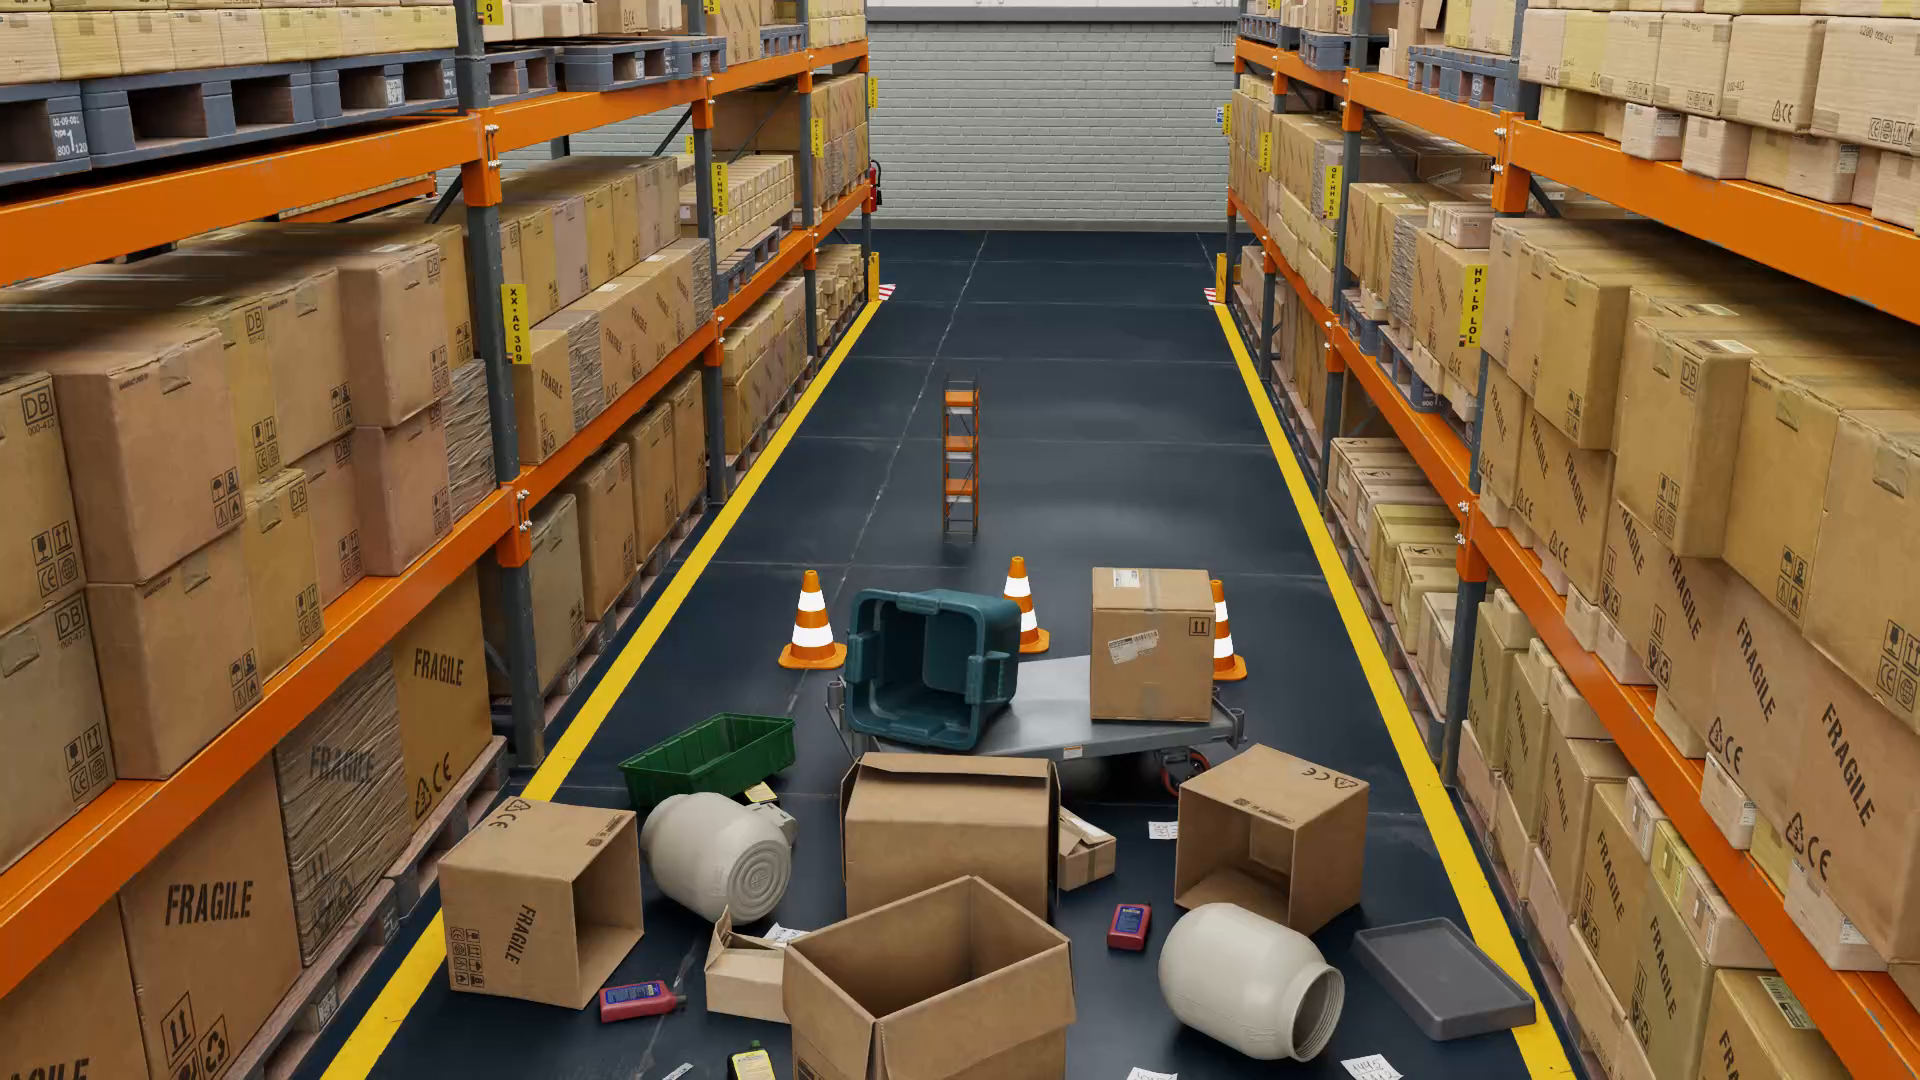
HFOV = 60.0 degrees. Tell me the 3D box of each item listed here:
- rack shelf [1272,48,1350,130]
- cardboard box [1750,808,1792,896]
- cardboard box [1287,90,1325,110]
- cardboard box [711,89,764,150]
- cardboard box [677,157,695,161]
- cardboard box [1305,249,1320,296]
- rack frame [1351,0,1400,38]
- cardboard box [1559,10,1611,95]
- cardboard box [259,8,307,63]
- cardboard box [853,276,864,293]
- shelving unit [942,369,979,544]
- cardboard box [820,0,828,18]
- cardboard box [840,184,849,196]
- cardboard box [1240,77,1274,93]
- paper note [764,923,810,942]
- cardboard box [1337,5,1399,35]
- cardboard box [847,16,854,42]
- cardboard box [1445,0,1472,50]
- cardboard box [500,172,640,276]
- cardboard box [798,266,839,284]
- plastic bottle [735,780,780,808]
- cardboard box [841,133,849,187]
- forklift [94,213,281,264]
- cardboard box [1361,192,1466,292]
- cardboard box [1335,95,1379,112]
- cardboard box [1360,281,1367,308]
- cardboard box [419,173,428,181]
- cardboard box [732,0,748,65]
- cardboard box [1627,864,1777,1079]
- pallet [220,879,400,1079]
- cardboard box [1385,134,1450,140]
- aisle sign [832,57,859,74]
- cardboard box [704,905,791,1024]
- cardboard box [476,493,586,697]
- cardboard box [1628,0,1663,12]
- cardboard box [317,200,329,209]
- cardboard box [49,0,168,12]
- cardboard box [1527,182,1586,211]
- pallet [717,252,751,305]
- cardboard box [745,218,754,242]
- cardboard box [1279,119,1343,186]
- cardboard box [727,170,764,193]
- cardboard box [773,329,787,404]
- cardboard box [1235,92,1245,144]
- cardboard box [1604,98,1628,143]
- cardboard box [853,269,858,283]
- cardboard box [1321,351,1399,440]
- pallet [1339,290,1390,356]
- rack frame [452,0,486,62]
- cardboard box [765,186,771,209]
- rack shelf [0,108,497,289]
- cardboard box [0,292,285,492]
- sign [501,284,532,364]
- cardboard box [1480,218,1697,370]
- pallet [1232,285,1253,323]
[{"bbox_3d":[3.017,-3.307,12.037,1.077,0.370,4.000,1,18,4],"label":"rack shelf"},{"bbox_3d":[2.061,0.720,3.811,0.380,0.149,0.250,1,18,3],"label":"cardboard box"},{"bbox_3d":[2.992,-3.858,14.572,0.380,0.149,0.250,2,18,5],"label":"cardboard box"},{"bbox_3d":[-2.020,-3.740,14.776,0.500,0.500,0.500,1,18,2],"label":"cardboard box"},{"bbox_3d":[-2.285,-3.088,13.803,0.380,0.149,0.250,2,18,5],"label":"cardboard box"},{"bbox_3d":[2.672,-1.853,11.502,0.500,0.250,0.500,2,18,5],"label":"cardboard box"},{"bbox_3d":[2.873,-4.453,9.562,1.000,3.000,0.127,1,18,4],"label":"rack frame"},{"bbox_3d":[2.254,-1.565,5.327,0.500,0.250,0.500,1,18,3],"label":"cardboard box"},{"bbox_3d":[-2.155,-1.476,4.863,0.380,0.149,0.250,1,18,3],"label":"cardboard box"},{"bbox_3d":[-1.245,-2.761,17.935,0.380,0.149,0.250,2,18,6],"label":"cardboard box"},{"bbox_3d":[0.004,-0.516,10.310,0.215,1.050,0.252,1,18,4],"label":"shelving unit"},{"bbox_3d":[-1.470,-4.814,14.920,0.500,0.250,0.500,1,18,4],"label":"cardboard box"},{"bbox_3d":[-1.341,-3.624,17.068,0.380,0.149,0.250,0,18,1],"label":"cardboard box"},{"bbox_3d":[3.065,-4.653,16.997,0.380,0.149,0.250,2,18,6],"label":"cardboard box"},{"bbox_3d":[-0.630,1.438,5.998,0.172,0.023,0.155,8,20,23],"label":"paper note"},{"bbox_3d":[2.750,-3.397,10.315,0.797,0.503,0.637,0,18,1],"label":"cardboard box"},{"bbox_3d":[-1.344,-5.061,16.474,0.500,0.250,0.500,2,18,6],"label":"cardboard box"},{"bbox_3d":[2.563,-2.414,7.722,0.500,0.250,0.500,2,18,5],"label":"cardboard box"},{"bbox_3d":[-2.183,-1.749,9.176,0.700,0.500,0.500,1,18,3],"label":"cardboard box"},{"bbox_3d":[-1.415,-2.639,16.607,0.380,0.149,0.250,1,18,4],"label":"cardboard box"},{"bbox_3d":[-0.872,1.077,7.039,0.133,0.061,0.283,-9,20,-25],"label":"plastic bottle"},{"bbox_3d":[-1.388,-3.738,16.374,0.500,0.500,0.500,2,18,7],"label":"cardboard box"},{"bbox_3d":[-4.709,-1.367,9.888,1.130,2.935,3.031,1,18,4],"label":"forklift"},{"bbox_3d":[2.580,-1.694,9.464,0.500,0.500,0.500,2,18,7],"label":"cardboard box"},{"bbox_3d":[3.442,-3.768,14.297,0.380,0.149,0.250,1,18,3],"label":"cardboard box"},{"bbox_3d":[2.545,-1.415,9.653,0.380,0.149,0.250,0,18,0],"label":"cardboard box"},{"bbox_3d":[-6.135,-4.071,18.433,0.380,0.149,0.250,2,18,5],"label":"cardboard box"},{"bbox_3d":[-1.736,-3.481,11.253,0.500,0.500,0.500,1,18,4],"label":"cardboard box"},{"bbox_3d":[2.131,1.216,4.432,0.500,0.500,0.500,2,18,6],"label":"cardboard box"},{"bbox_3d":[-2.575,1.500,5.506,1.003,0.211,1.213,1,18,4],"label":"pallet"},{"bbox_3d":[3.231,-2.587,11.736,0.500,0.500,0.500,2,18,5],"label":"cardboard box"},{"bbox_3d":[-1.193,-5.418,17.965,0.394,0.787,0.004,1,18,4],"label":"aisle sign"},{"bbox_3d":[-0.644,1.435,5.617,0.396,0.266,0.258,4,19,13],"label":"cardboard box"},{"bbox_3d":[-2.403,0.235,7.826,1.050,0.750,0.750,1,18,4],"label":"cardboard box"},{"bbox_3d":[2.208,-1.632,4.893,0.380,0.149,0.250,1,18,2],"label":"cardboard box"},{"bbox_3d":[-6.317,-3.276,16.008,0.380,0.149,0.250,1,18,2],"label":"cardboard box"},{"bbox_3d":[-2.283,-1.398,3.984,0.500,0.250,0.500,1,18,3],"label":"cardboard box"},{"bbox_3d":[3.038,-1.785,8.698,0.380,0.149,0.250,0,18,1],"label":"cardboard box"},{"bbox_3d":[-2.126,-1.814,11.450,1.213,0.211,1.003,1,18,4],"label":"pallet"},{"bbox_3d":[-1.745,-2.308,12.379,0.380,0.149,0.250,2,18,5],"label":"cardboard box"},{"bbox_3d":[2.833,-3.079,13.235,0.500,0.500,0.500,1,18,4],"label":"cardboard box"},{"bbox_3d":[-1.713,-2.753,12.781,0.380,0.149,0.250,0,18,1],"label":"cardboard box"},{"bbox_3d":[-1.664,-1.382,13.162,0.500,0.500,0.500,1,18,3],"label":"cardboard box"},{"bbox_3d":[3.098,-4.306,16.982,0.500,0.500,0.500,1,18,2],"label":"cardboard box"},{"bbox_3d":[2.280,-1.339,5.277,0.380,0.149,0.250,2,18,6],"label":"cardboard box"},{"bbox_3d":[-1.286,-2.821,17.640,0.380,0.149,0.250,1,18,2],"label":"cardboard box"},{"bbox_3d":[3.006,-1.005,11.411,0.875,0.875,0.875,1,18,3],"label":"cardboard box"},{"bbox_3d":[2.929,-1.288,9.843,1.213,0.211,1.003,1,18,4],"label":"pallet"},{"bbox_3d":[-2.358,-3.290,6.012,1.000,3.000,0.127,1,18,4],"label":"rack frame"},{"bbox_3d":[-1.689,-2.693,13.075,0.380,0.149,0.250,0,18,1],"label":"cardboard box"},{"bbox_3d":[-2.501,-0.902,4.696,1.077,0.370,4.000,1,18,4],"label":"rack shelf"},{"bbox_3d":[-2.548,-0.407,4.873,0.875,0.550,0.500,1,18,4],"label":"cardboard box"},{"bbox_3d":[-1.804,-0.876,6.763,0.100,0.325,0.005,1,18,4],"label":"sign"},{"bbox_3d":[2.339,-0.892,6.085,0.700,0.500,0.500,1,18,3],"label":"cardboard box"},{"bbox_3d":[3.468,-2.512,17.750,1.003,0.211,1.213,1,18,4],"label":"pallet"}]
